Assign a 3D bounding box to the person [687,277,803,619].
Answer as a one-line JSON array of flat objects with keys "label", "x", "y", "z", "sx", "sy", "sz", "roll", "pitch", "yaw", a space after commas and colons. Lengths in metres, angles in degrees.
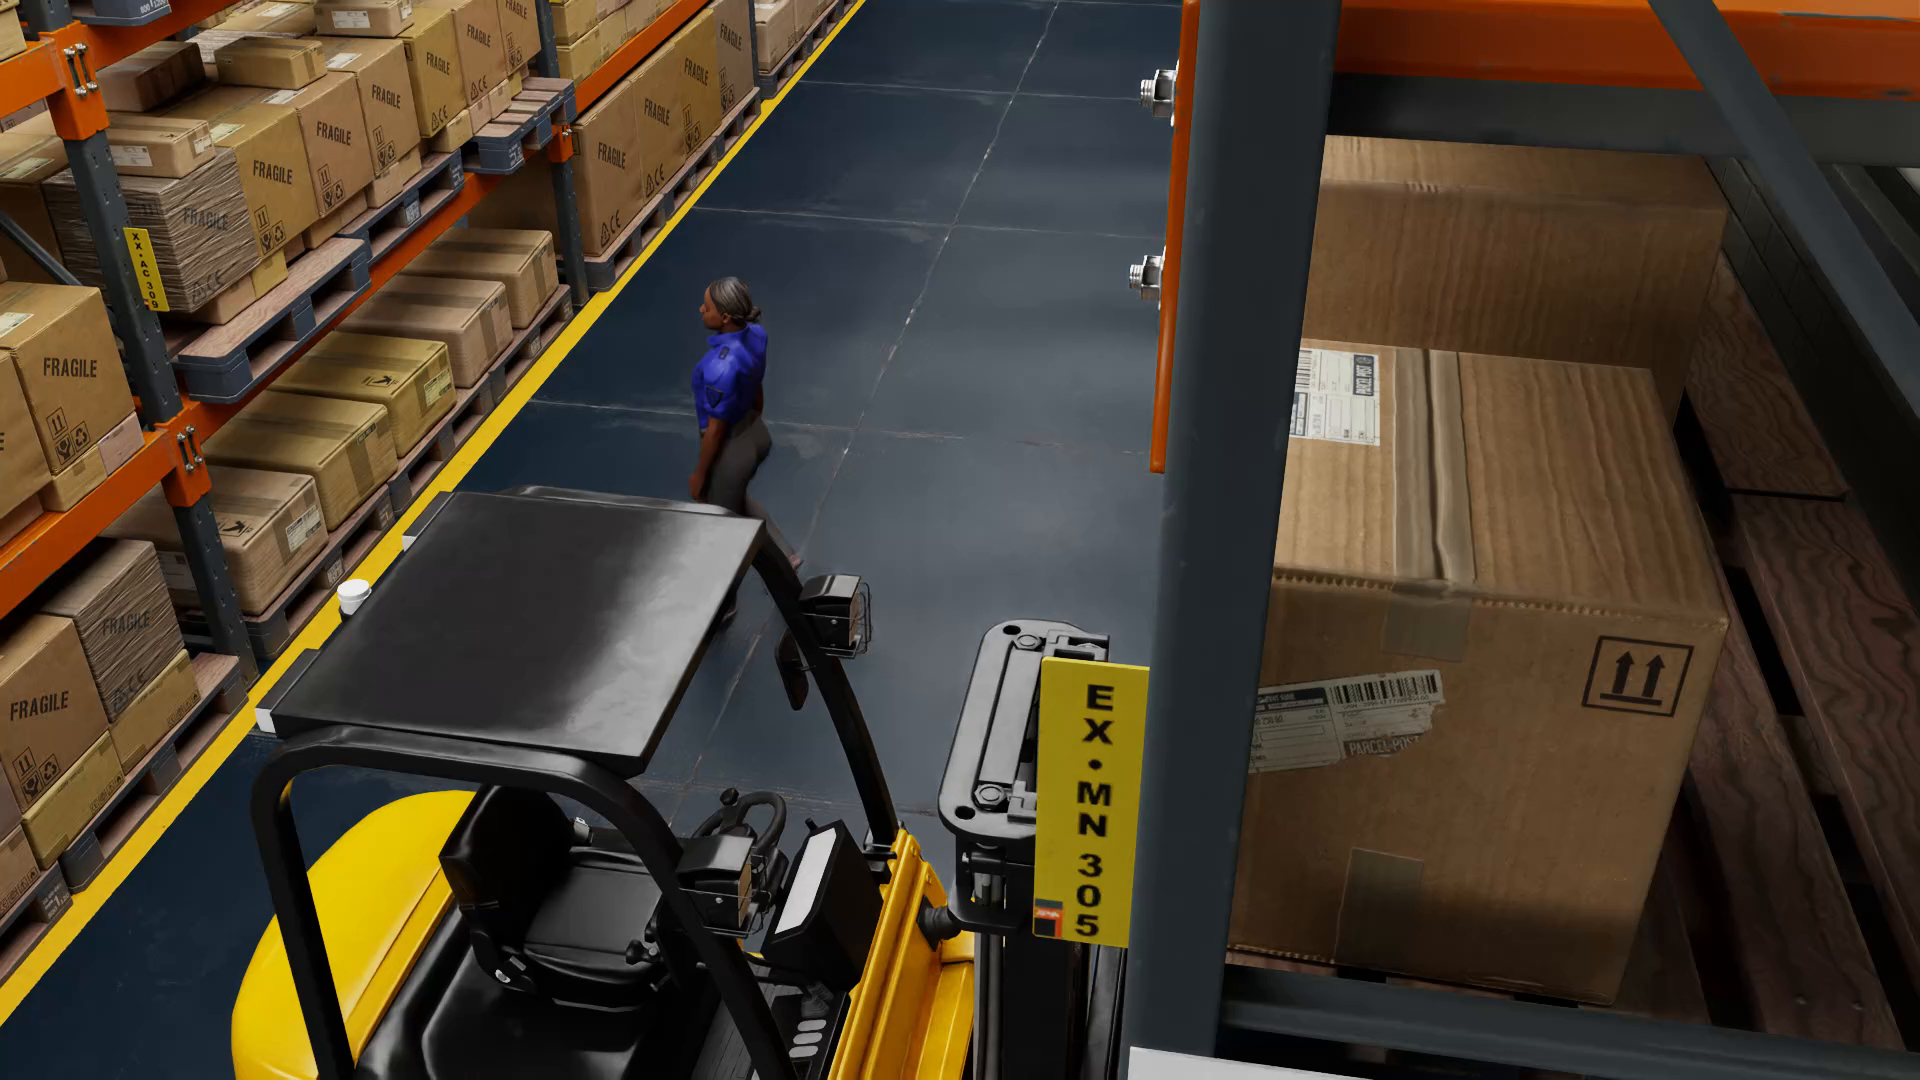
[{"label": "person", "x": -1.016, "y": -0.384, "z": 7.199, "sx": 0.551, "sy": 1.655, "sz": 0.490, "roll": 10, "pitch": 34, "yaw": 16}]
